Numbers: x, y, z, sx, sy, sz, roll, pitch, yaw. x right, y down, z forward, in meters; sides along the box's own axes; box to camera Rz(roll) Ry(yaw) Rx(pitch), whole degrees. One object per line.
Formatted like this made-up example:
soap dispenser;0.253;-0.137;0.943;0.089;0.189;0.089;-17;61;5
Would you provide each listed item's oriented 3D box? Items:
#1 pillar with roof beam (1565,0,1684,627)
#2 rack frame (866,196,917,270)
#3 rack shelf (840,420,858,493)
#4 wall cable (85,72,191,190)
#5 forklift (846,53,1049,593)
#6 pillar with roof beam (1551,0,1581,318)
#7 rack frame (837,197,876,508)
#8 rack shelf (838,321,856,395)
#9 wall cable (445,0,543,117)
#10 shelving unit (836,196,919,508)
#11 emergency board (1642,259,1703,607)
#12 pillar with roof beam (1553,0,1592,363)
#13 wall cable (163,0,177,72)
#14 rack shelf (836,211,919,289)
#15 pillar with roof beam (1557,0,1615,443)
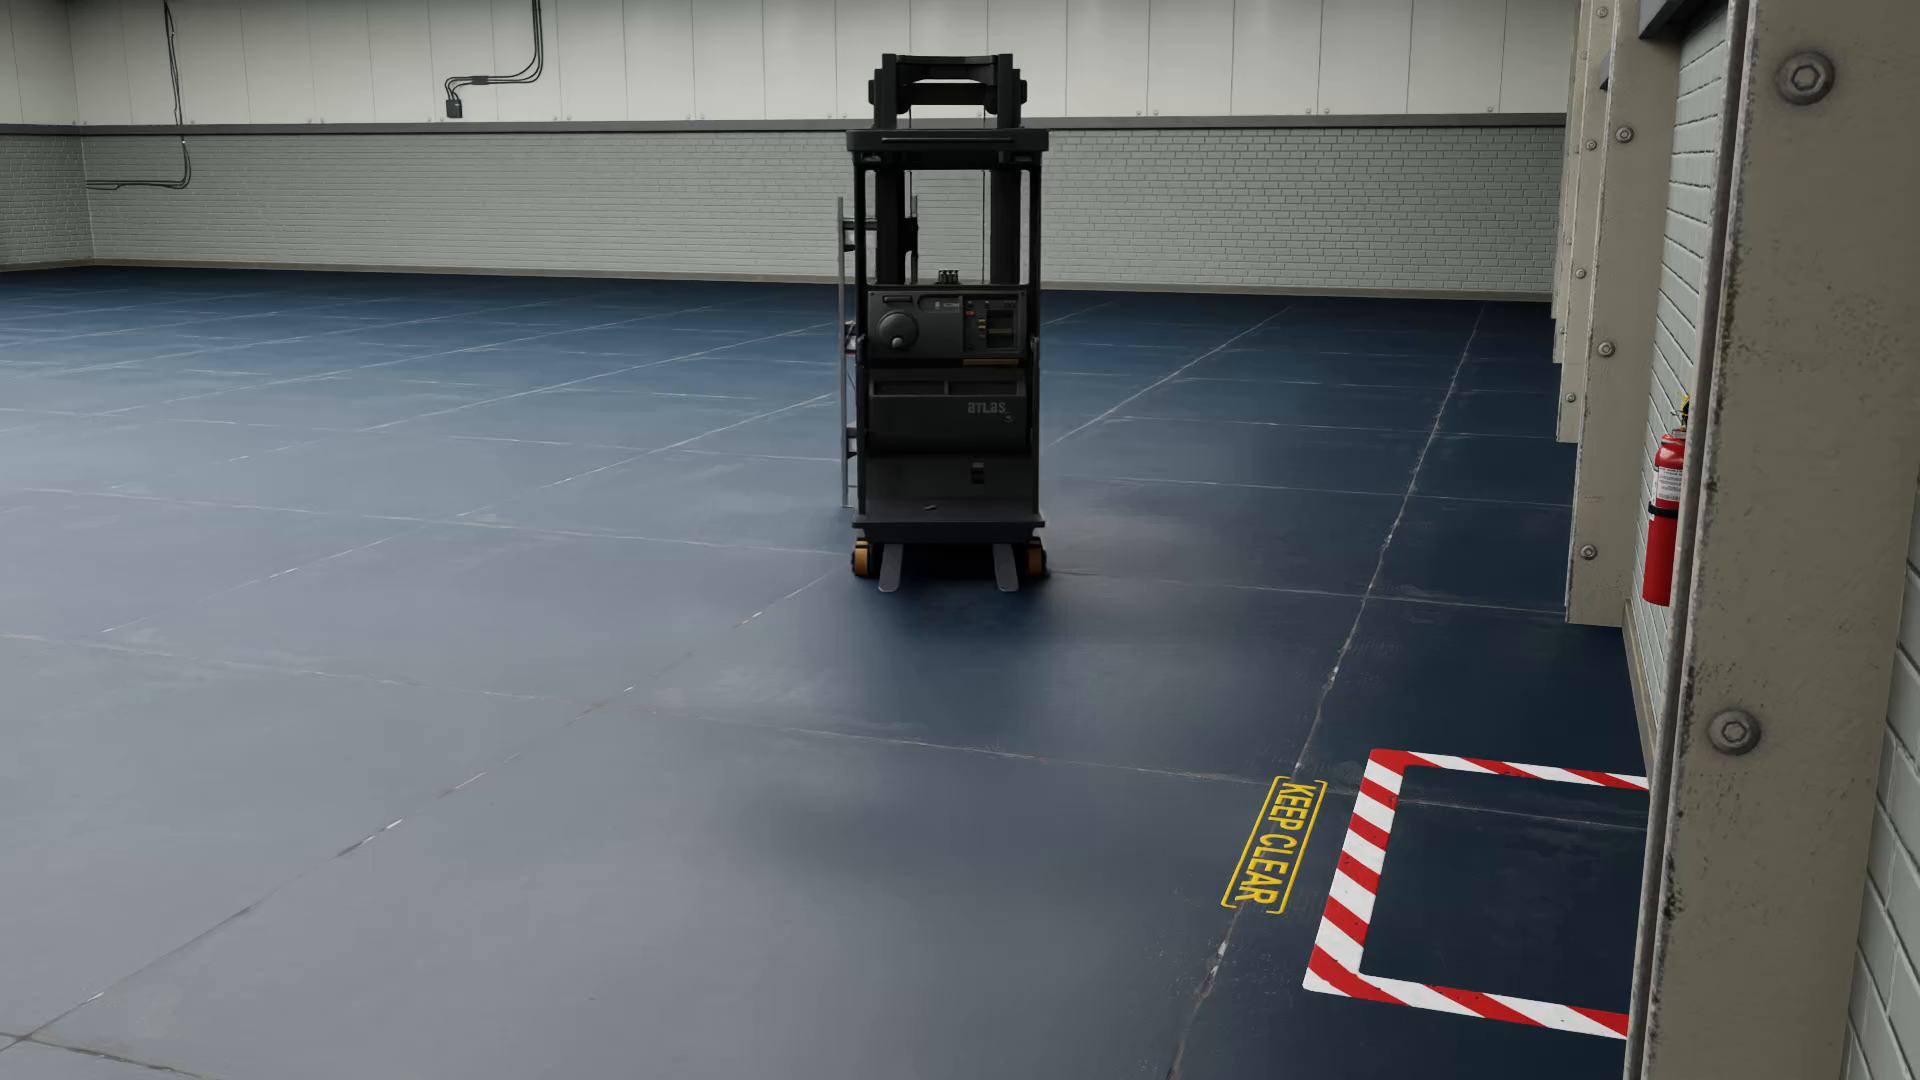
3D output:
pillar with roof beam;-0.726;-4.300;9.103;9.100;9.000;0.400;4;14;18
rack frame;-0.487;-1.342;11.649;0.400;2.100;0.015;4;13;15
rack shelf;-0.552;-0.594;11.578;0.431;0.518;0.480;4;13;15
wall cable;-18.430;-9.059;36.932;3.097;2.526;0.112;4;14;18
forklift;-0.069;-1.289;9.547;1.130;2.935;3.031;0;13;-1
pillar with roof beam;5.098;-8.089;25.707;9.100;9.000;0.400;4;14;18
rack frame;-0.617;-1.237;11.190;0.400;2.100;0.015;4;13;15
rack shelf;-0.552;-1.276;11.423;0.431;0.518;0.480;4;13;15
wall cable;-9.452;-11.544;33.199;2.305;6.003;0.169;4;14;18
shelving unit;-0.552;-1.290;11.420;0.431;2.100;0.503;4;13;15
emergency board;2.241;-0.319;5.145;0.194;1.169;0.643;4;14;18
pillar with roof beam;3.156;-6.826;20.172;9.100;9.000;0.400;4;14;18
wall cable;-15.870;-11.326;35.516;3.097;2.526;0.112;4;14;18
rack shelf;-0.552;-1.959;11.267;0.431;0.518;0.480;4;13;15
pillar with roof beam;1.215;-5.563;14.637;9.100;9.000;0.400;4;14;18
